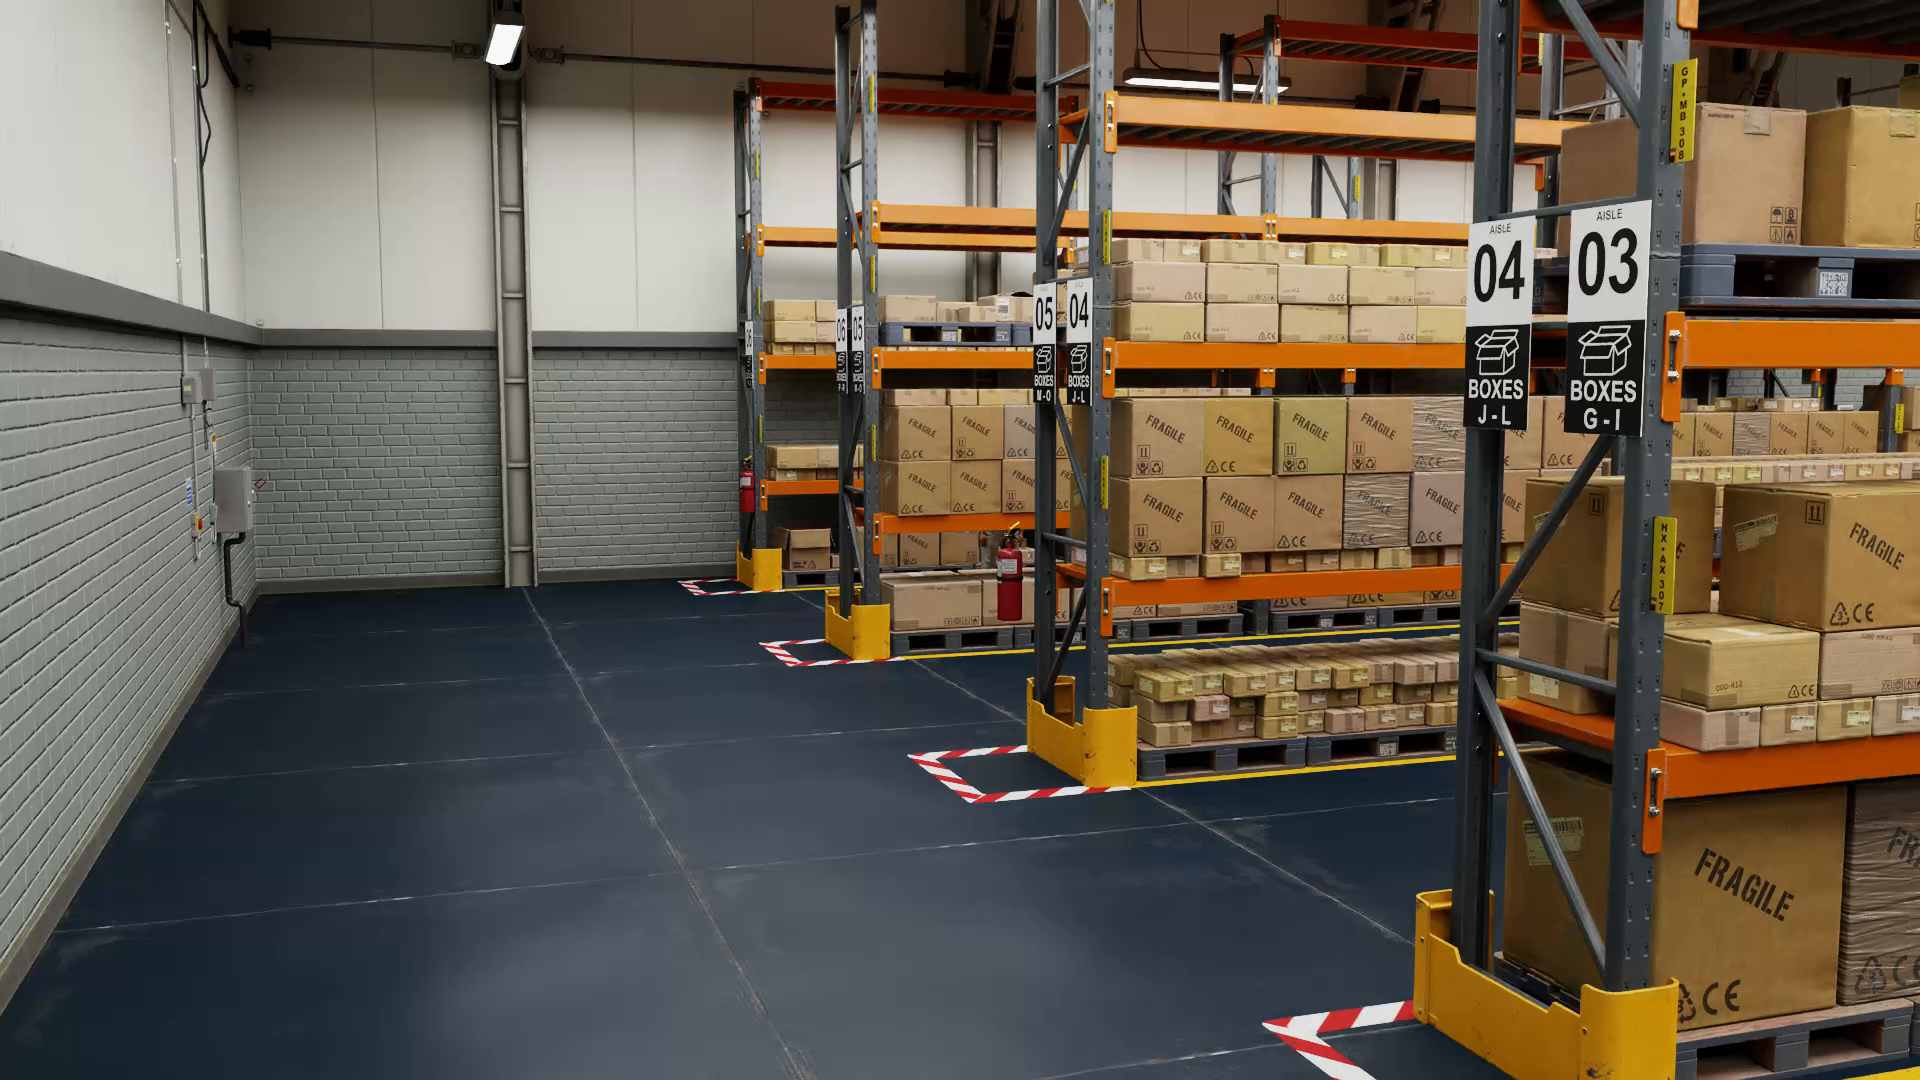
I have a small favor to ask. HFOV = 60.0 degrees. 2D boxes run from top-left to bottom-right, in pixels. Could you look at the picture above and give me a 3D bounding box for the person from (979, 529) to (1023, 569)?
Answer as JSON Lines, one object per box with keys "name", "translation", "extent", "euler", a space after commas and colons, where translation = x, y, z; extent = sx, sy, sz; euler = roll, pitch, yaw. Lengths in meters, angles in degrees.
{"name": "person", "translation": [0.444, -0.058, 18.194], "extent": [0.544, 1.666, 0.470], "euler": [-2, 6, -19]}
